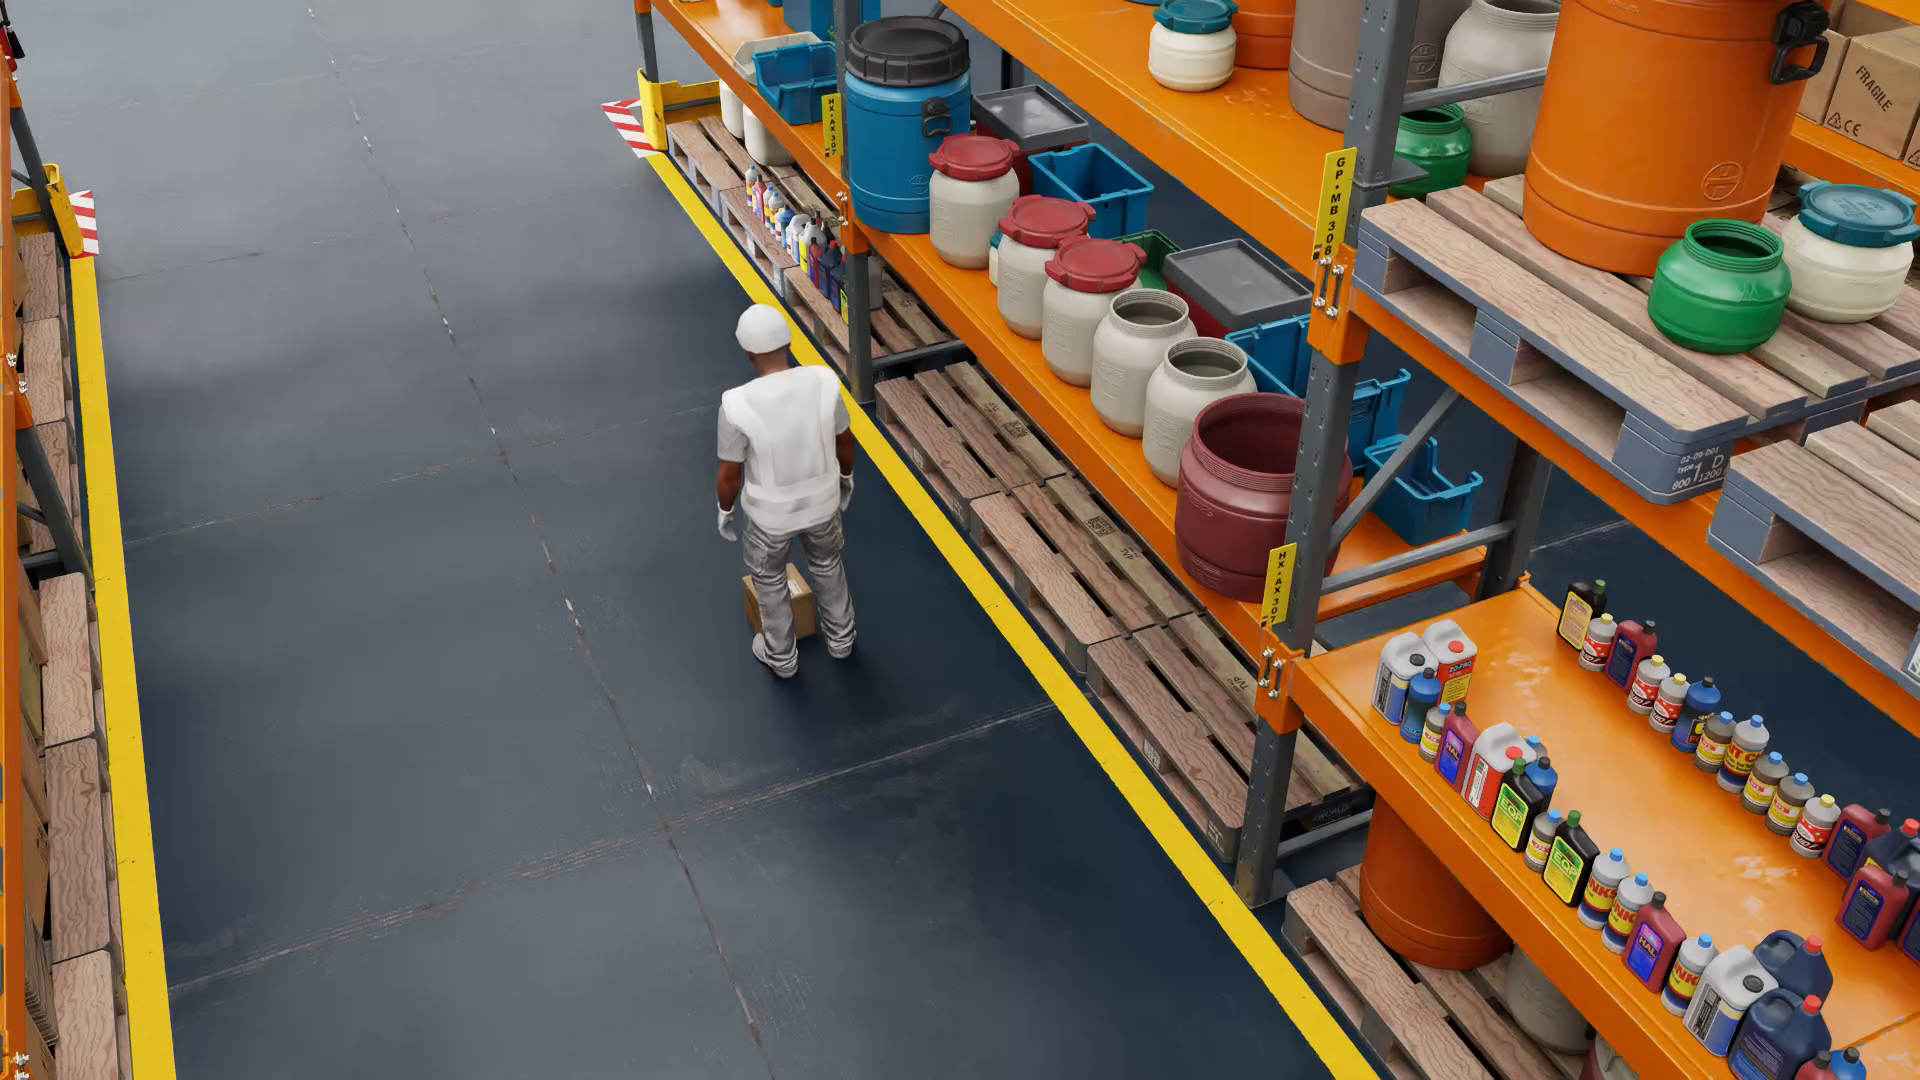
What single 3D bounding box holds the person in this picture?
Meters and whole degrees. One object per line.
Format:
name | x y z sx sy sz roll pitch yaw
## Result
person | -0.735 -0.183 7.091 0.628 1.774 0.453 -16 40 -21
